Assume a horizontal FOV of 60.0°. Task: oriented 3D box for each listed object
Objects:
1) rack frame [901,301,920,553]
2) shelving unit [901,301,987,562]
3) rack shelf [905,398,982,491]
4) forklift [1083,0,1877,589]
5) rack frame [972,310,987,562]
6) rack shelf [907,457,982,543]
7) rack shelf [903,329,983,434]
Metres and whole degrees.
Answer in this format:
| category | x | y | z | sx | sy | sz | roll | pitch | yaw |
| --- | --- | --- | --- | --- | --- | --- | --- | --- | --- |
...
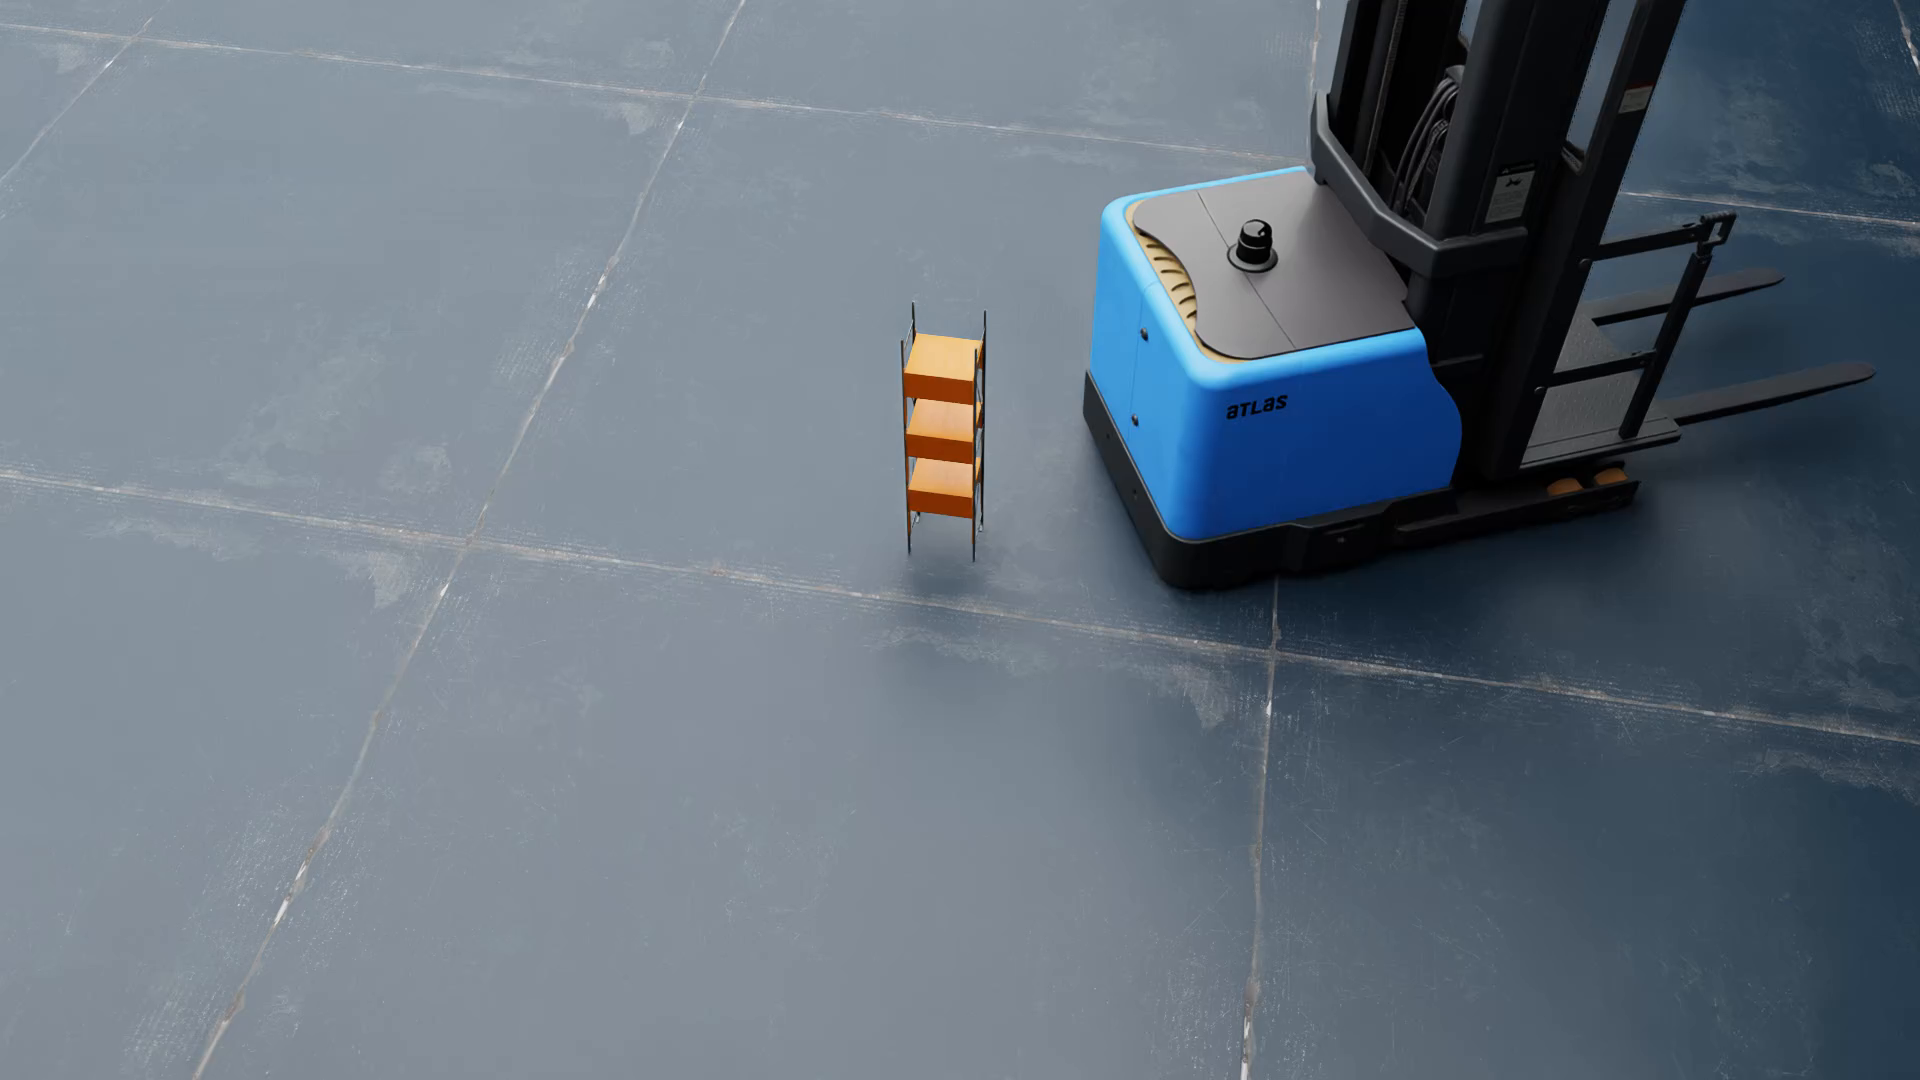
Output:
| category | x | y | z | sx | sy | sz | roll | pitch | yaw |
| --- | --- | --- | --- | --- | --- | --- | --- | --- | --- |
| rack frame | -0.173 | -0.374 | 5.880 | 0.008 | 1.050 | 0.200 | 8 | 49 | 7 |
| shelving unit | -0.053 | -0.358 | 5.866 | 0.252 | 1.050 | 0.215 | 8 | 49 | 7 |
| rack shelf | -0.053 | -0.351 | 5.874 | 0.240 | 0.259 | 0.215 | 8 | 49 | 7 |
| forklift | 2.063 | -1.423 | 5.558 | 3.031 | 2.935 | 1.130 | -12 | 49 | -10 |
| rack frame | 0.067 | -0.342 | 5.851 | 0.008 | 1.050 | 0.200 | 8 | 49 | 7 |
| rack shelf | -0.053 | -0.165 | 6.080 | 0.240 | 0.259 | 0.215 | 8 | 49 | 7 |
| rack shelf | -0.053 | -0.541 | 5.663 | 0.240 | 0.259 | 0.215 | 8 | 49 | 7 |
